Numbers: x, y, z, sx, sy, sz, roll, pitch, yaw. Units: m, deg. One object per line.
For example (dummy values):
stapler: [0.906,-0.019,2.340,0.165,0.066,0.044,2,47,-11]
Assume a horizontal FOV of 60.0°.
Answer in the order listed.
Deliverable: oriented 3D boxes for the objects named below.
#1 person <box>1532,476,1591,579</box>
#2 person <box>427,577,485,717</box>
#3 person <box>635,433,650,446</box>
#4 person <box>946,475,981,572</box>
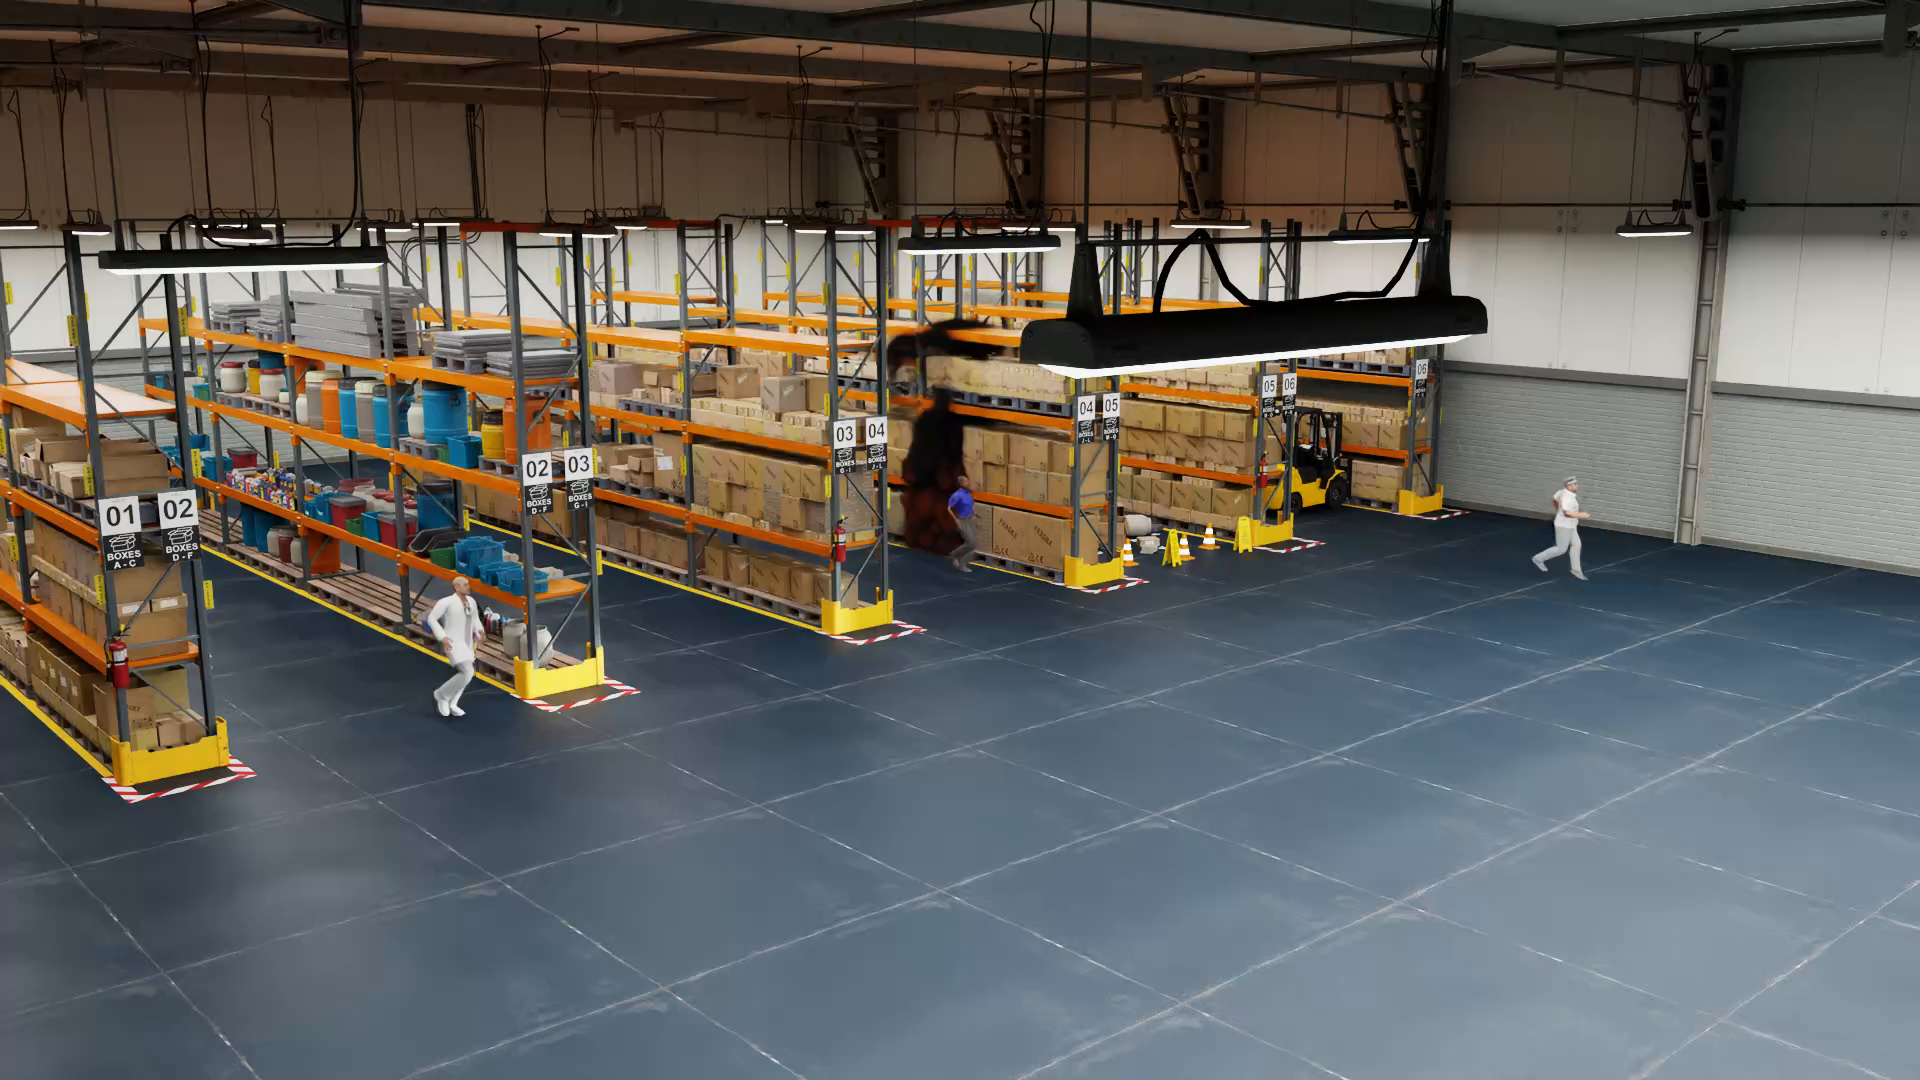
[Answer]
person: [10.353,-0.212,28.563,0.938,1.836,0.693,4,12,20]
person: [-6.252,1.325,20.946,0.582,1.727,0.703,4,12,20]
person: [-8.209,-3.045,42.437,0.640,1.796,0.890,7,13,32]
person: [0.093,-0.265,27.682,0.504,1.624,0.582,7,13,31]
